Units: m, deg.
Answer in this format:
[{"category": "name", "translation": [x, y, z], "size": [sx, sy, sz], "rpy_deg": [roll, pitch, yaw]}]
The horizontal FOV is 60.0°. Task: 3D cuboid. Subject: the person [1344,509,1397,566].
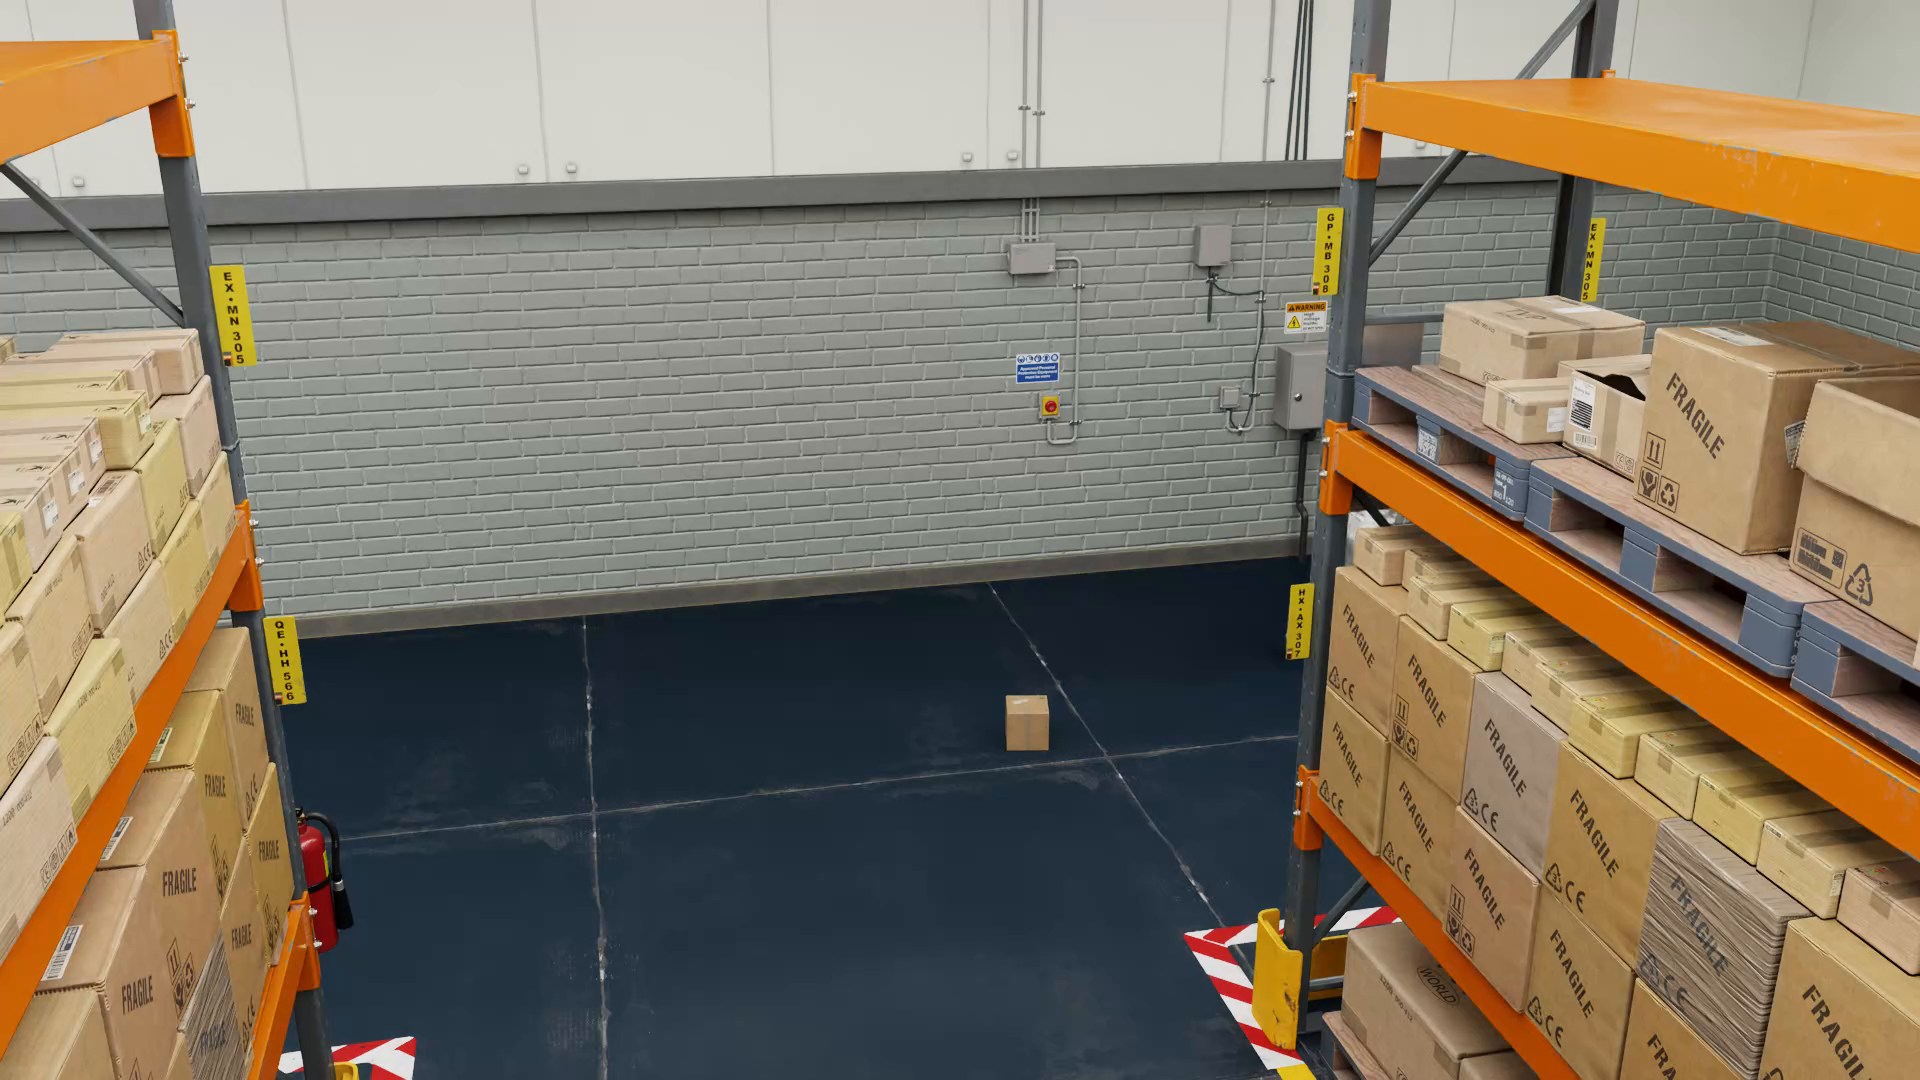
[{"category": "person", "translation": [2.672, -0.006, 11.015], "size": [0.878, 1.653, 0.492], "rpy_deg": [-4, 20, -12]}]
